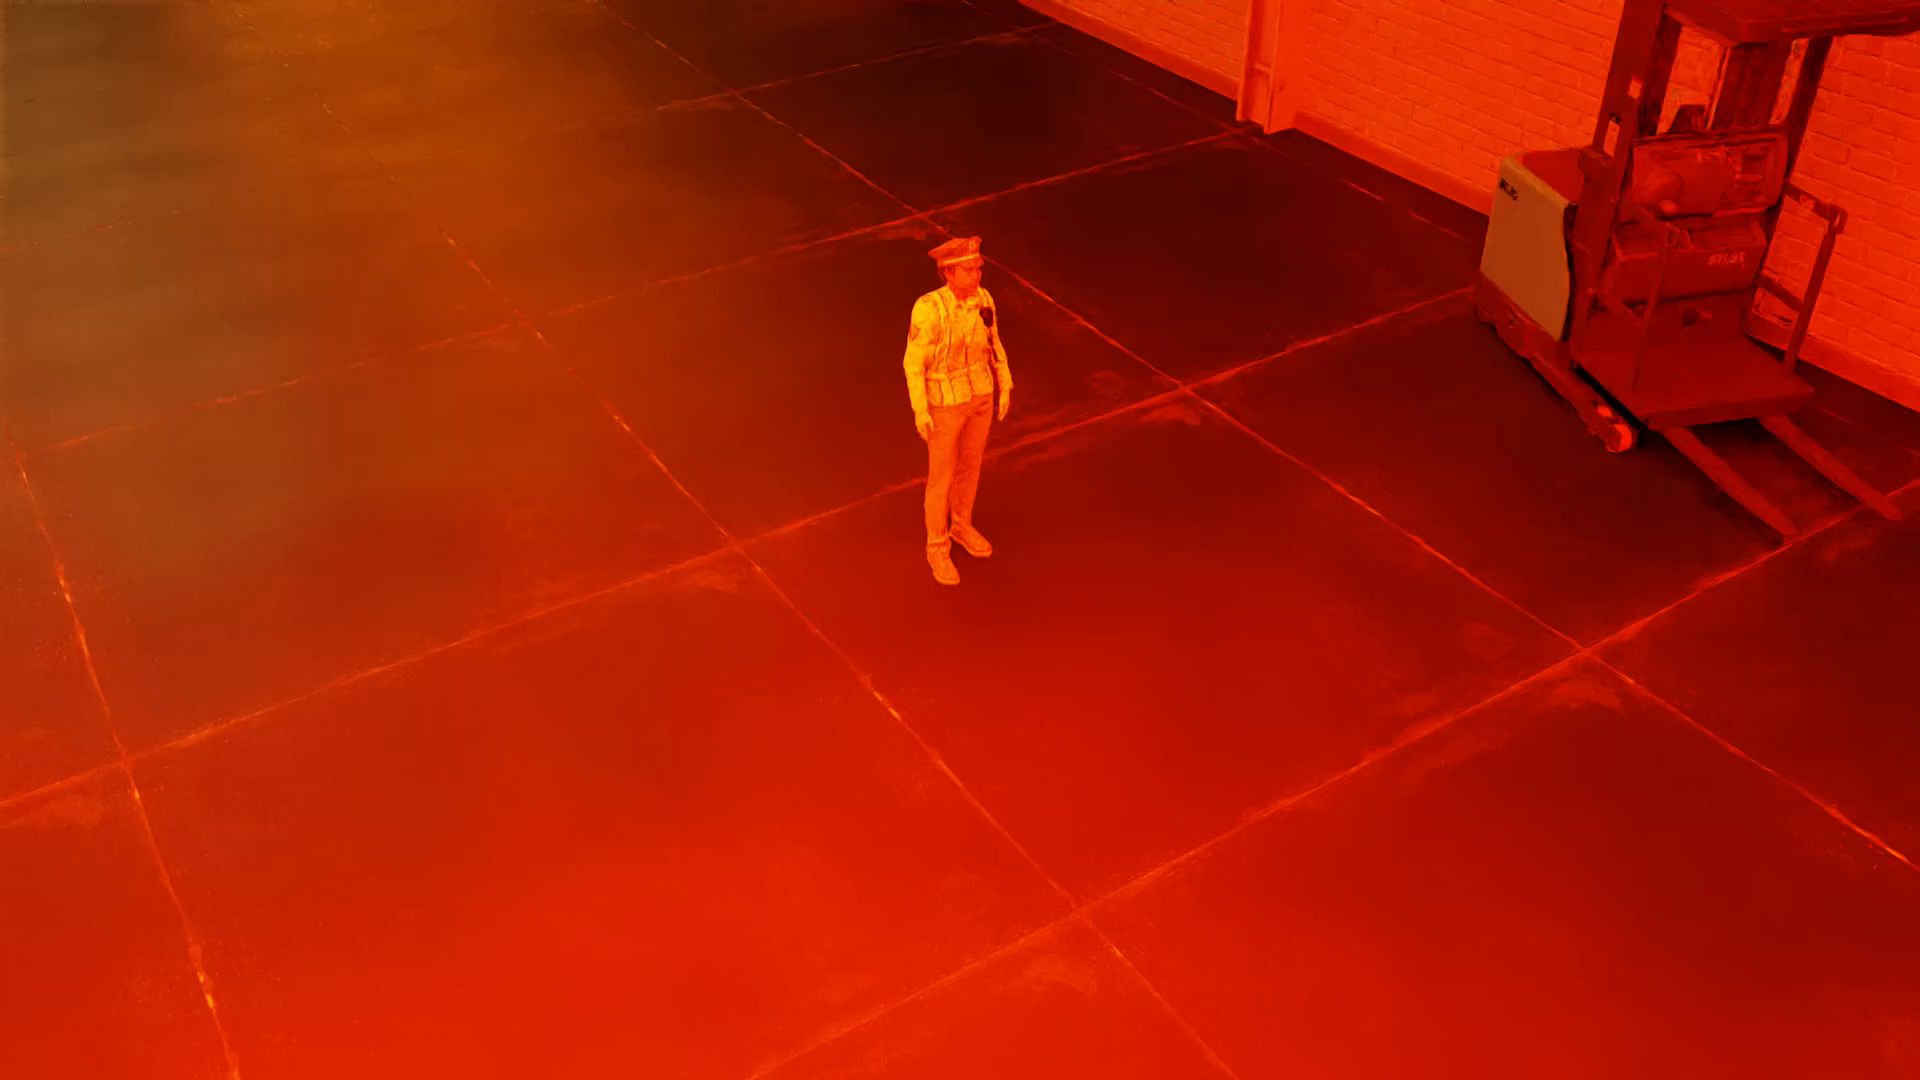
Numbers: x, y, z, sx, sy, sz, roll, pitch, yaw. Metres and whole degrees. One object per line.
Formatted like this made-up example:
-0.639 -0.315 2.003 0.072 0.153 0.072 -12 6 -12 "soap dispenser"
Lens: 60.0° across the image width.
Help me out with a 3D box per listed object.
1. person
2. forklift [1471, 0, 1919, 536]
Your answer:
0.031 -0.665 8.156 0.586 1.695 0.532 -21 40 -27 "person"
4.134 -1.933 8.899 1.130 2.935 3.031 -8 36 -11 "forklift"
